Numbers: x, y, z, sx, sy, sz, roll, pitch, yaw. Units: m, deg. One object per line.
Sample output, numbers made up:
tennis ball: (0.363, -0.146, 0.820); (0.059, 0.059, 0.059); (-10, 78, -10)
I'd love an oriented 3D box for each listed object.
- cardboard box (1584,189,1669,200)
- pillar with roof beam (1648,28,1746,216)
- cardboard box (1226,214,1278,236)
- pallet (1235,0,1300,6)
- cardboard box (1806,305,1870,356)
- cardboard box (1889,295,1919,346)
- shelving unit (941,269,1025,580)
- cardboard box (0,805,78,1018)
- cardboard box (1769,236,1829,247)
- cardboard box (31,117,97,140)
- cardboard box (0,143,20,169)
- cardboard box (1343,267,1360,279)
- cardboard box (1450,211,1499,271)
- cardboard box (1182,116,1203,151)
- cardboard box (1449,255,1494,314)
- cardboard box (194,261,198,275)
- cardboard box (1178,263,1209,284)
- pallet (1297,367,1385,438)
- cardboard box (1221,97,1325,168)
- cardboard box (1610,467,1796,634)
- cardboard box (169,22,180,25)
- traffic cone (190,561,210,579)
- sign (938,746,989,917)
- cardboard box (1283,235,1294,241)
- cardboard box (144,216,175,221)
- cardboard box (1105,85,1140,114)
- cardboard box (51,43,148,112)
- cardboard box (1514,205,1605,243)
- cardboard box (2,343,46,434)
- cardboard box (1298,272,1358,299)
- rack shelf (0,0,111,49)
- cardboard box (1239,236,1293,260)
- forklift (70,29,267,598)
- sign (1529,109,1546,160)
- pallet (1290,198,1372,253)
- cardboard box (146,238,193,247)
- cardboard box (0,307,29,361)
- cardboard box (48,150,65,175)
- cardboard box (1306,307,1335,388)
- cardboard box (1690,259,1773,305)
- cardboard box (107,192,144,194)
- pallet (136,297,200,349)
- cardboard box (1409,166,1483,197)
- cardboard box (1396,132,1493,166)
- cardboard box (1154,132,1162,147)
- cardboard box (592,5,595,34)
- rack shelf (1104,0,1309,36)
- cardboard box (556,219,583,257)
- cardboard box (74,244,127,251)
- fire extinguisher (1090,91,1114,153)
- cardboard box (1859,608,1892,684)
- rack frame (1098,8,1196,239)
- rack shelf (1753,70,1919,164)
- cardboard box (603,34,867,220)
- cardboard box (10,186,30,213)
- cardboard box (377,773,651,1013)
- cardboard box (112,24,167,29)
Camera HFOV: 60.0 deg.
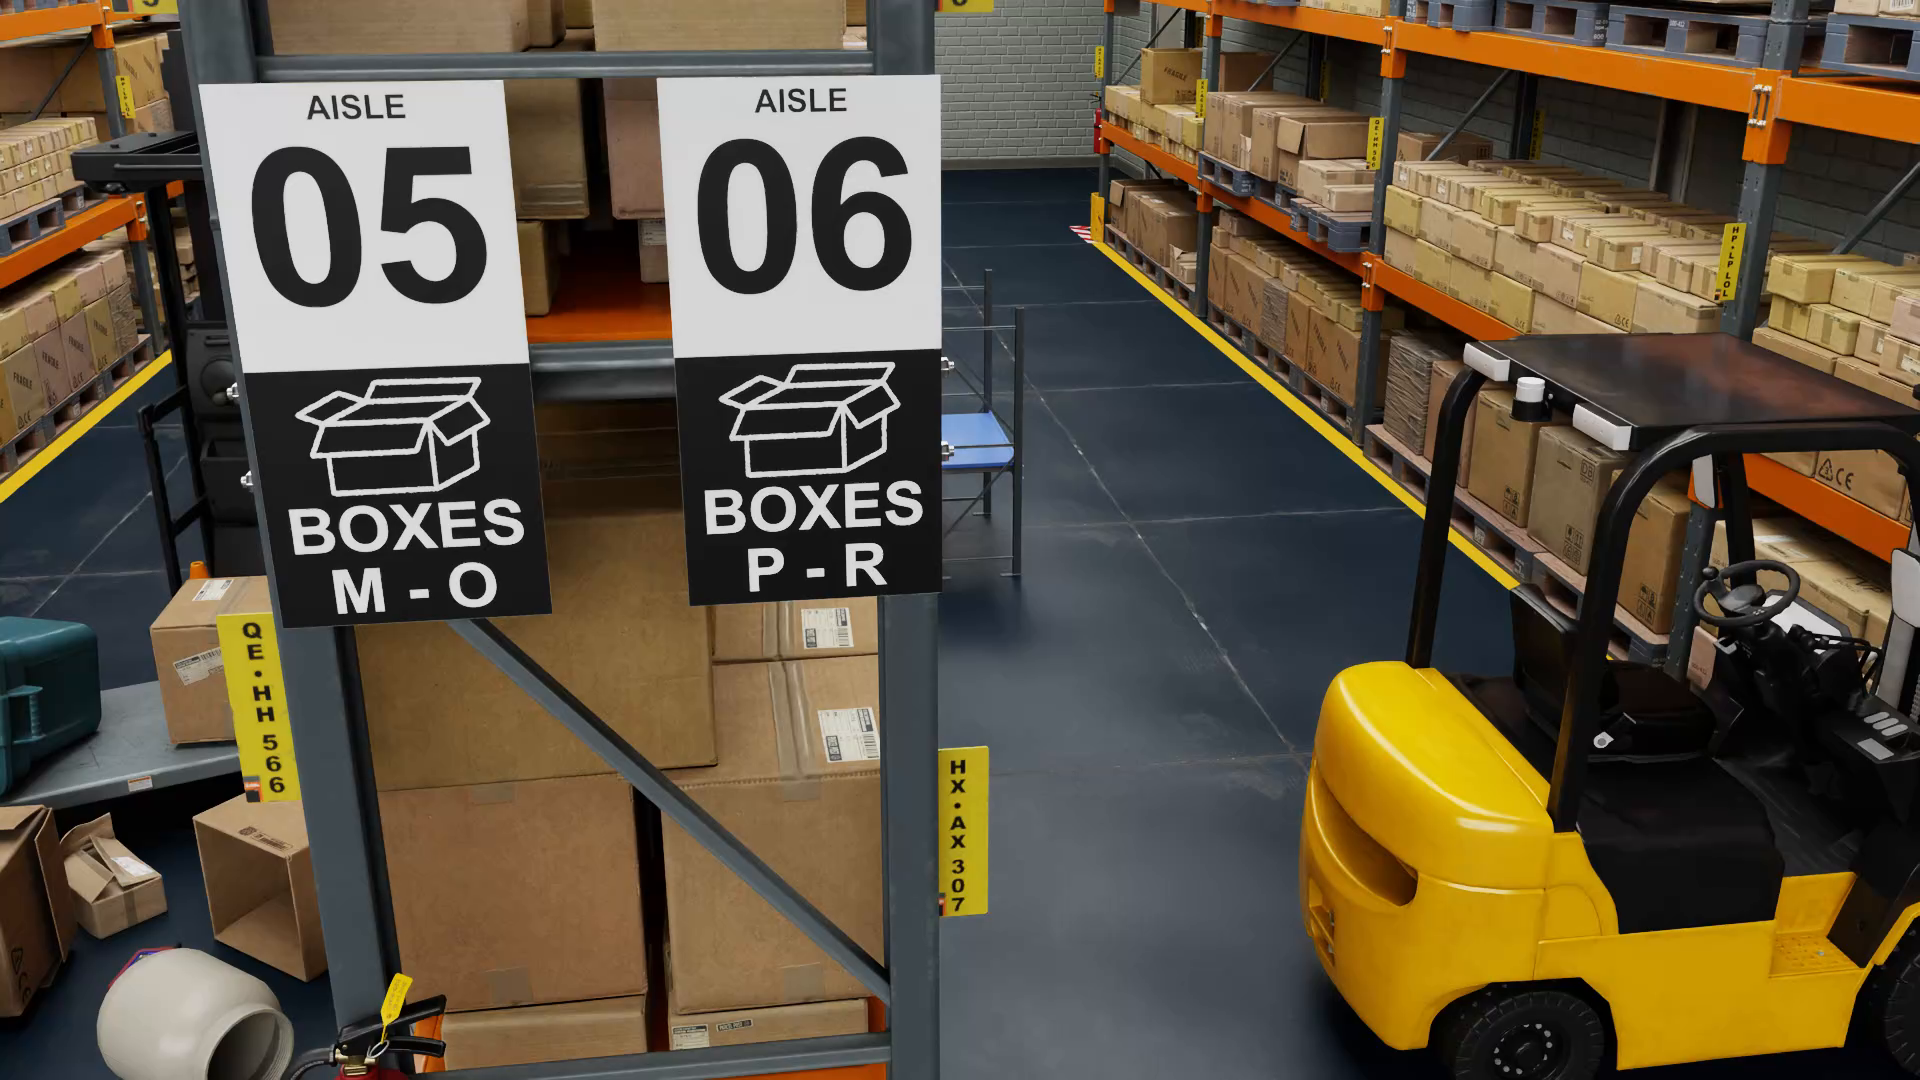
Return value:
cardboard box: (3.776, -1.899, 9.443); (0.380, 0.149, 0.250); (-3, 21, -9)
pillar with roof beam: (0.039, -4.274, 8.297); (9.100, 9.000, 0.400); (-3, 21, -8)
cardboard box: (2.516, -2.715, 14.318); (0.380, 0.149, 0.250); (-4, 21, -10)
pallet: (2.820, -4.200, 12.656); (1.213, 0.211, 1.003); (-3, 21, -8)
cardboard box: (3.621, -0.839, 6.605); (0.380, 0.149, 0.250); (-2, 21, -6)
cardboard box: (3.657, -0.798, 6.070); (0.380, 0.149, 0.250); (-2, 21, -7)
shelving unit: (0.012, -0.673, 9.375); (0.538, 1.500, 1.048); (-3, 21, -8)
cardboard box: (-3.440, 1.237, 5.490); (0.797, 0.637, 0.503); (-3, 21, -8)
cardboard box: (3.936, -1.367, 8.018); (0.380, 0.149, 0.250); (-3, 21, -8)
cardboard box: (-6.901, -3.164, 12.808); (0.380, 0.149, 0.250); (-2, 21, -5)
cardboard box: (-6.674, -2.619, 11.350); (0.380, 0.149, 0.250); (-3, 21, -9)
cardboard box: (3.214, -2.057, 12.982); (0.380, 0.149, 0.250); (-3, 21, -7)
cardboard box: (3.170, -1.729, 9.557); (0.500, 0.250, 0.500); (-3, 21, -9)
cardboard box: (2.328, -3.704, 15.136); (0.500, 0.250, 0.500); (-2, 21, -6)
cardboard box: (3.191, -1.498, 9.653); (0.500, 0.250, 0.500); (-4, 21, -10)
cardboard box: (-7.110, -2.523, 15.234); (0.380, 0.149, 0.250); (-3, 21, -8)
cardboard box: (2.272, -2.511, 15.625); (0.380, 0.149, 0.250); (-4, 21, -9)
pallet: (3.149, -1.040, 12.200); (1.003, 0.211, 1.213); (-3, 21, -8)
cardboard box: (2.566, -3.357, 13.673); (0.700, 0.500, 0.500); (-3, 21, -7)
cardboard box: (3.710, 0.034, 8.131); (0.875, 0.625, 0.625); (-2, 21, -5)
cardboard box: (-7.417, -4.829, 16.360); (0.500, 0.500, 0.500); (-3, 21, -9)
traffic cone: (-3.711, 0.330, 8.171); (0.336, 0.463, 0.334); (-3, 21, -8)
sign: (-0.002, 0.502, 2.847); (0.100, 0.325, 0.005); (-3, 21, -8)
cardboard box: (3.025, -2.597, 14.428); (0.380, 0.149, 0.250); (-3, 21, -8)
cardboard box: (-7.921, -3.078, 16.295); (0.380, 0.149, 0.250); (-3, 21, -8)
cardboard box: (1.865, -4.755, 17.948); (0.500, 0.250, 0.500); (-3, 21, -7)
cardboard box: (-6.976, -3.758, 13.494); (0.500, 0.500, 0.500); (-2, 21, -6)
cardboard box: (3.199, -1.688, 8.878); (0.380, 0.149, 0.250); (-3, 21, -9)
cardboard box: (-6.501, -1.007, 11.099); (0.500, 0.500, 0.500); (-3, 21, -7)
cardboard box: (2.804, -1.940, 12.670); (0.380, 0.149, 0.250); (-3, 21, -9)
rack shelf: (-6.864, -3.311, 11.034); (1.077, 0.370, 4.000); (-3, 21, -8)
cardboard box: (2.596, -2.483, 14.122); (0.380, 0.149, 0.250); (-4, 21, -11)
forklift: (-3.158, -0.793, 7.650); (1.130, 2.935, 3.031); (-1, 20, -2)
sign: (3.768, -2.658, 10.890); (0.100, 0.325, 0.005); (-3, 21, -8)
pallet: (3.052, -2.228, 11.667); (1.213, 0.211, 1.003); (-3, 21, -8)
cardboard box: (-7.200, -2.660, 15.174); (0.380, 0.149, 0.250); (-4, 21, -10)
cardboard box: (-6.508, -1.354, 10.954); (0.500, 0.250, 0.500); (-3, 21, -8)
cardboard box: (-6.783, -2.754, 12.136); (0.380, 0.149, 0.250); (-4, 21, -10)
cardboard box: (2.884, -1.421, 12.207); (0.500, 0.500, 0.500); (-3, 21, -9)
cardboard box: (3.527, -1.159, 7.463); (0.380, 0.149, 0.250); (-2, 21, -6)
cardboard box: (-6.869, -2.932, 13.638); (0.380, 0.149, 0.250); (-2, 21, -6)
pallet: (-7.284, -1.859, 14.393); (1.003, 0.211, 1.213); (-3, 21, -8)
cardboard box: (3.014, -2.219, 10.301); (0.380, 0.149, 0.250); (-2, 21, -7)
cardboard box: (3.300, -2.516, 11.422); (0.500, 0.500, 0.500); (-2, 21, -5)
cardboard box: (2.142, -3.986, 16.461); (0.380, 0.149, 0.250); (-3, 21, -8)
cardboard box: (-0.440, -0.946, 2.893); (0.380, 0.149, 0.250); (-3, 21, -8)
rack shelf: (2.355, -5.232, 16.178); (1.077, 0.370, 4.000); (-3, 21, -8)
cardboard box: (-0.940, -0.640, 3.214); (0.380, 0.149, 0.250); (-2, 21, -6)
cardboard box: (-7.671, -2.540, 14.854); (0.380, 0.149, 0.250); (-4, 21, -10)
fire extinguisher: (1.588, -4.673, 18.584); (0.296, 0.674, 0.183); (-3, 21, -8)
cardboard box: (3.702, 0.454, 6.114); (0.500, 0.250, 0.500); (-2, 21, -6)
rack frame: (2.066, -4.856, 18.431); (1.000, 3.000, 0.127); (-3, 21, -8)
rack shelf: (4.085, -1.077, 5.054); (1.077, 0.370, 4.000); (-3, 21, -8)
cardboard box: (-0.347, -0.727, 2.877); (0.500, 0.250, 0.500); (-3, 21, -9)
cardboard box: (-6.669, -2.343, 11.462); (0.380, 0.149, 0.250); (-4, 21, -10)
cardboard box: (-0.889, 0.575, 3.321); (0.500, 0.500, 0.500); (-3, 21, -9)
cardboard box: (-7.848, -4.631, 15.832); (0.500, 0.500, 0.500); (-2, 21, -6)
